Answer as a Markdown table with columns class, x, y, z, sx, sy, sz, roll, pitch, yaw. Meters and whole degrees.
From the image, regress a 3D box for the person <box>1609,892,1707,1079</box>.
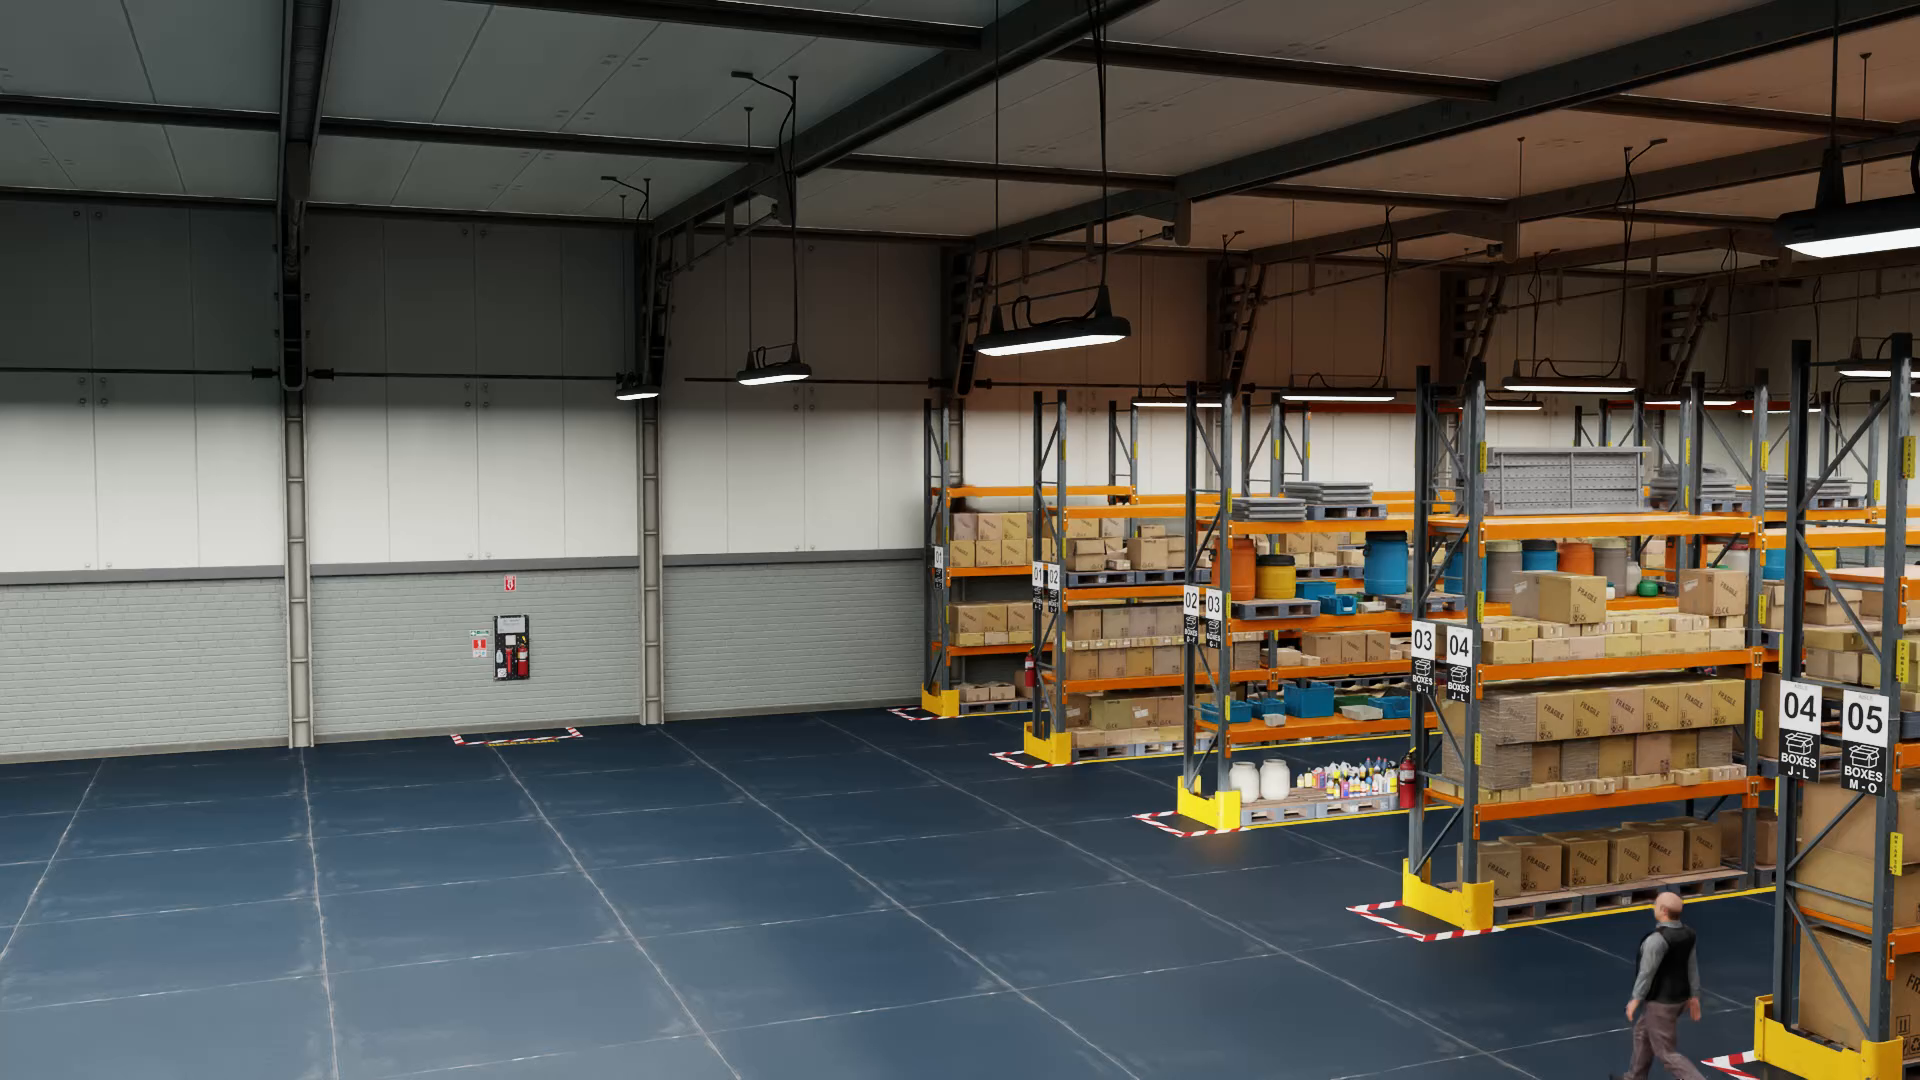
| class | x | y | z | sx | sy | sz | roll | pitch | yaw |
| --- | --- | --- | --- | --- | --- | --- | --- | --- | --- |
| person | 5.440 | 3.565 | 12.855 | 0.981 | 1.695 | 0.536 | 3 | 5 | 44 |
